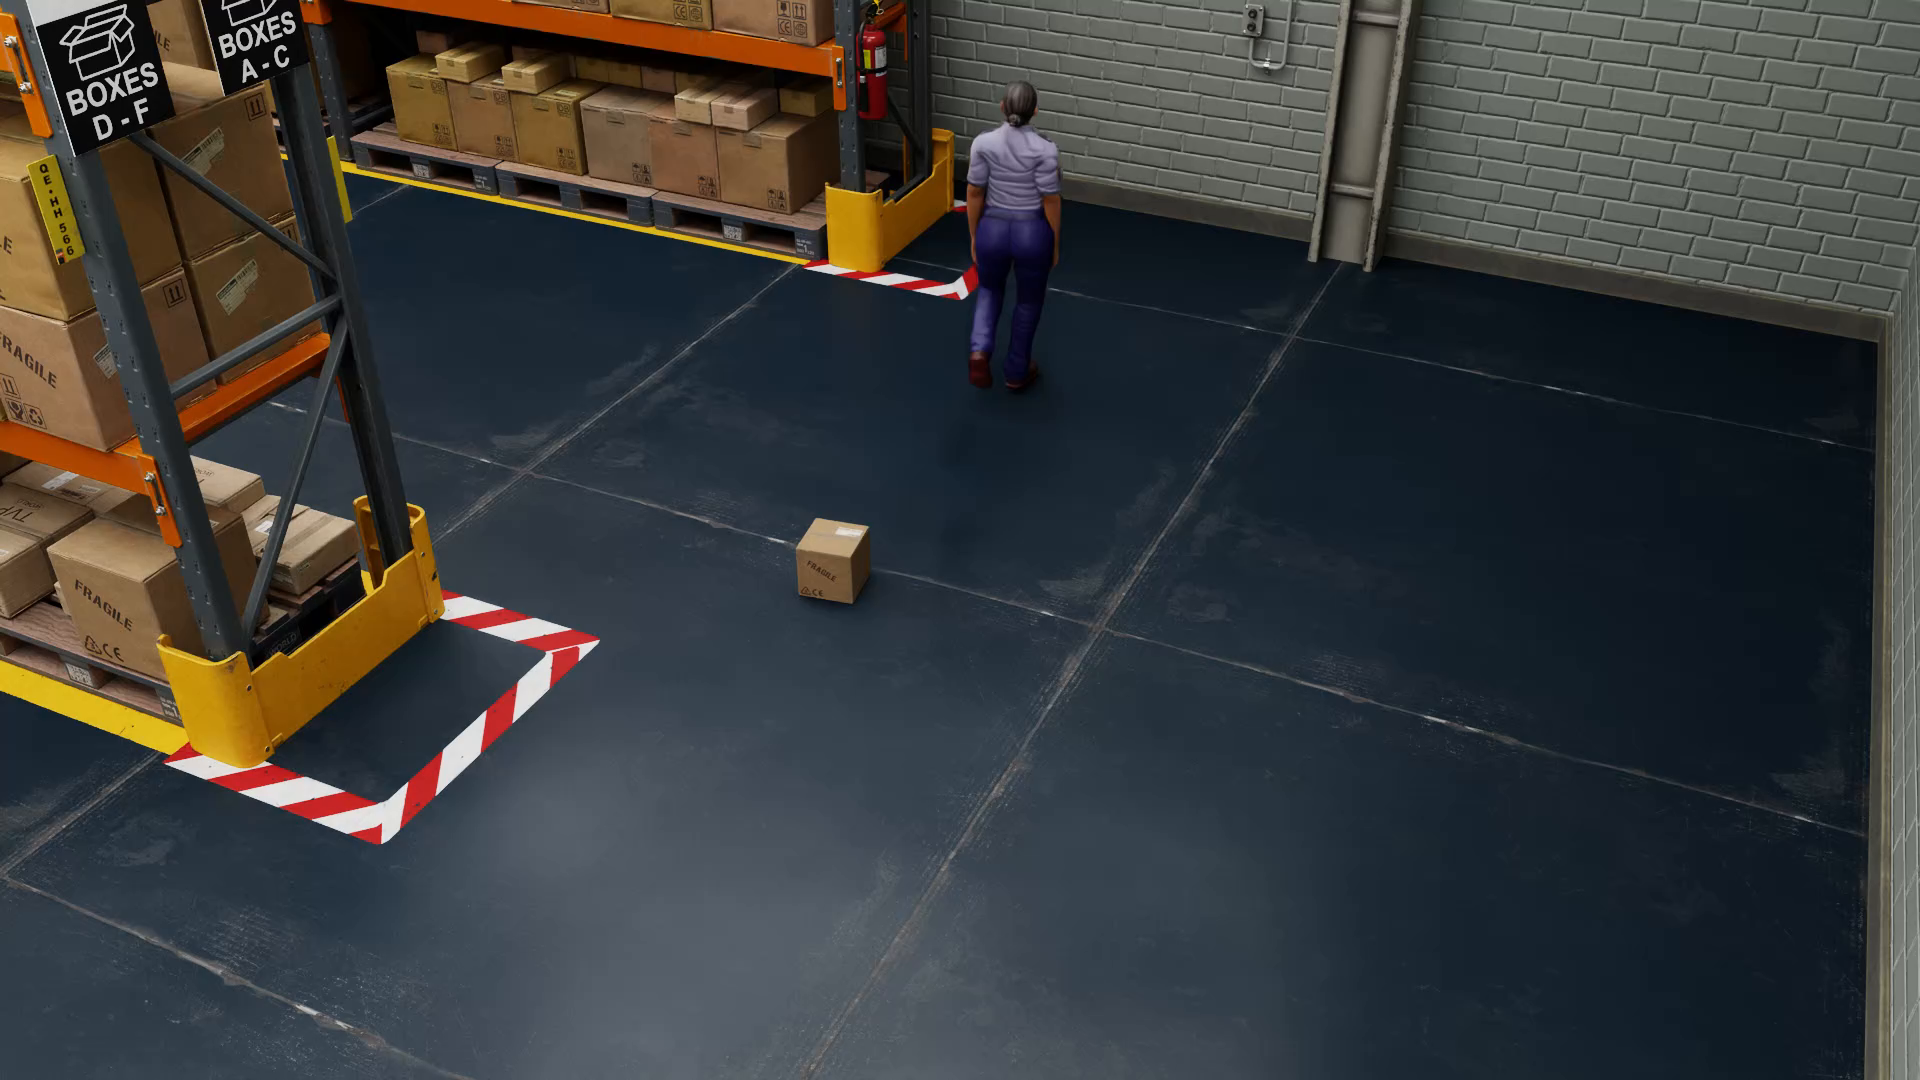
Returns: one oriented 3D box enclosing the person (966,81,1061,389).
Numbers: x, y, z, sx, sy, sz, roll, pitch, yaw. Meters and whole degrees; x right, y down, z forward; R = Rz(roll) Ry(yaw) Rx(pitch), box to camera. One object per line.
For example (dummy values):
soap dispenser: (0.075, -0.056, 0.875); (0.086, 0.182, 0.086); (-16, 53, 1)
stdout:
person: (0.260, -1.492, 8.338); (0.472, 1.631, 0.500); (10, 35, 14)
